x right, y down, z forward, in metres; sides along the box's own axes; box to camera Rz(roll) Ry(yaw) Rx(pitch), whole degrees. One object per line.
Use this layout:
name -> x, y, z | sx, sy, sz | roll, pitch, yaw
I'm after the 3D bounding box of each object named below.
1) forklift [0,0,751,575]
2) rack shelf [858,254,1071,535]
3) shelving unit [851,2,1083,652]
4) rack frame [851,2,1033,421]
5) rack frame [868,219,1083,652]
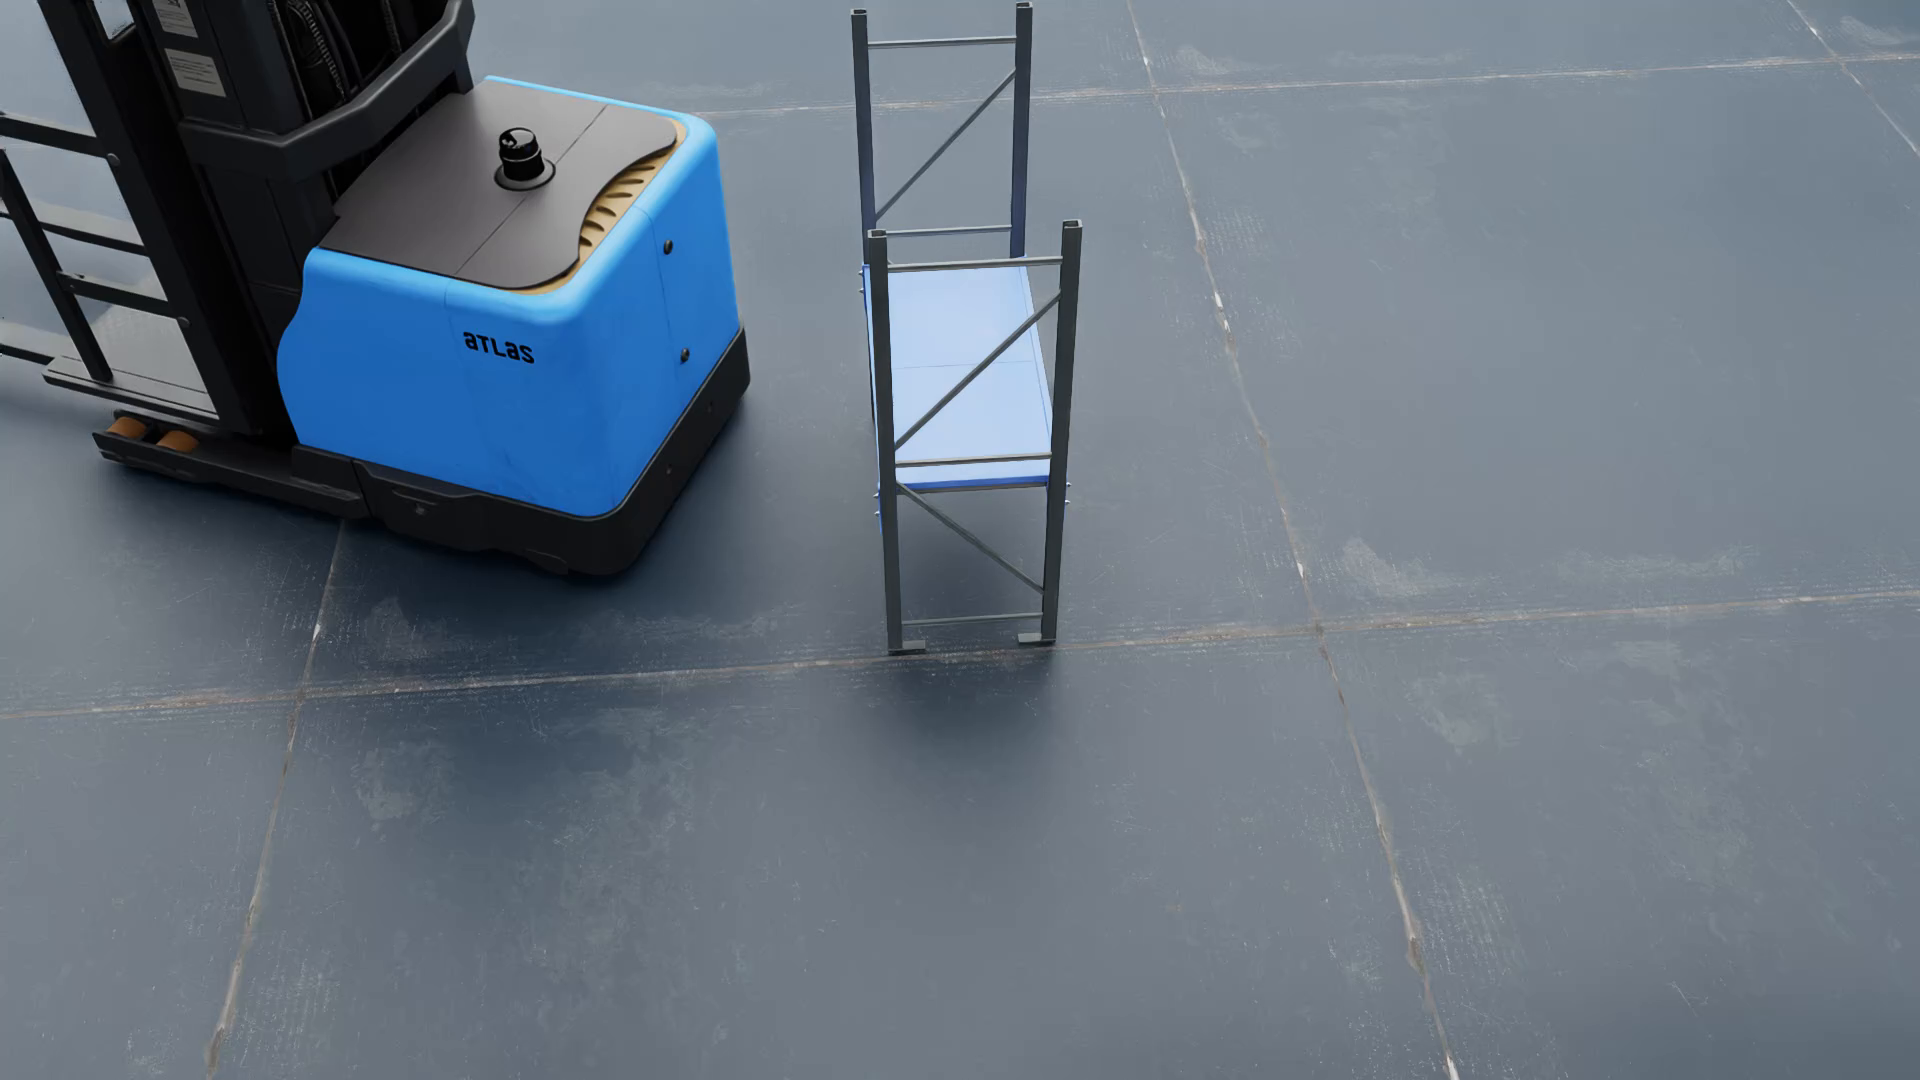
forklift -> -2.288, -1.548, 4.698 | 3.031, 2.935, 1.130 | 14, 48, 13
rack shelf -> -0.007, -0.454, 4.895 | 0.538, 0.185, 1.000 | -3, 47, -3
shelving unit -> -0.007, -0.577, 4.764 | 0.538, 1.500, 1.048 | -3, 47, -3
rack frame -> -0.050, -0.945, 5.112 | 0.500, 1.500, 0.032 | -3, 47, -3
rack frame -> 0.035, -0.210, 4.416 | 0.500, 1.500, 0.032 | -3, 47, -3
